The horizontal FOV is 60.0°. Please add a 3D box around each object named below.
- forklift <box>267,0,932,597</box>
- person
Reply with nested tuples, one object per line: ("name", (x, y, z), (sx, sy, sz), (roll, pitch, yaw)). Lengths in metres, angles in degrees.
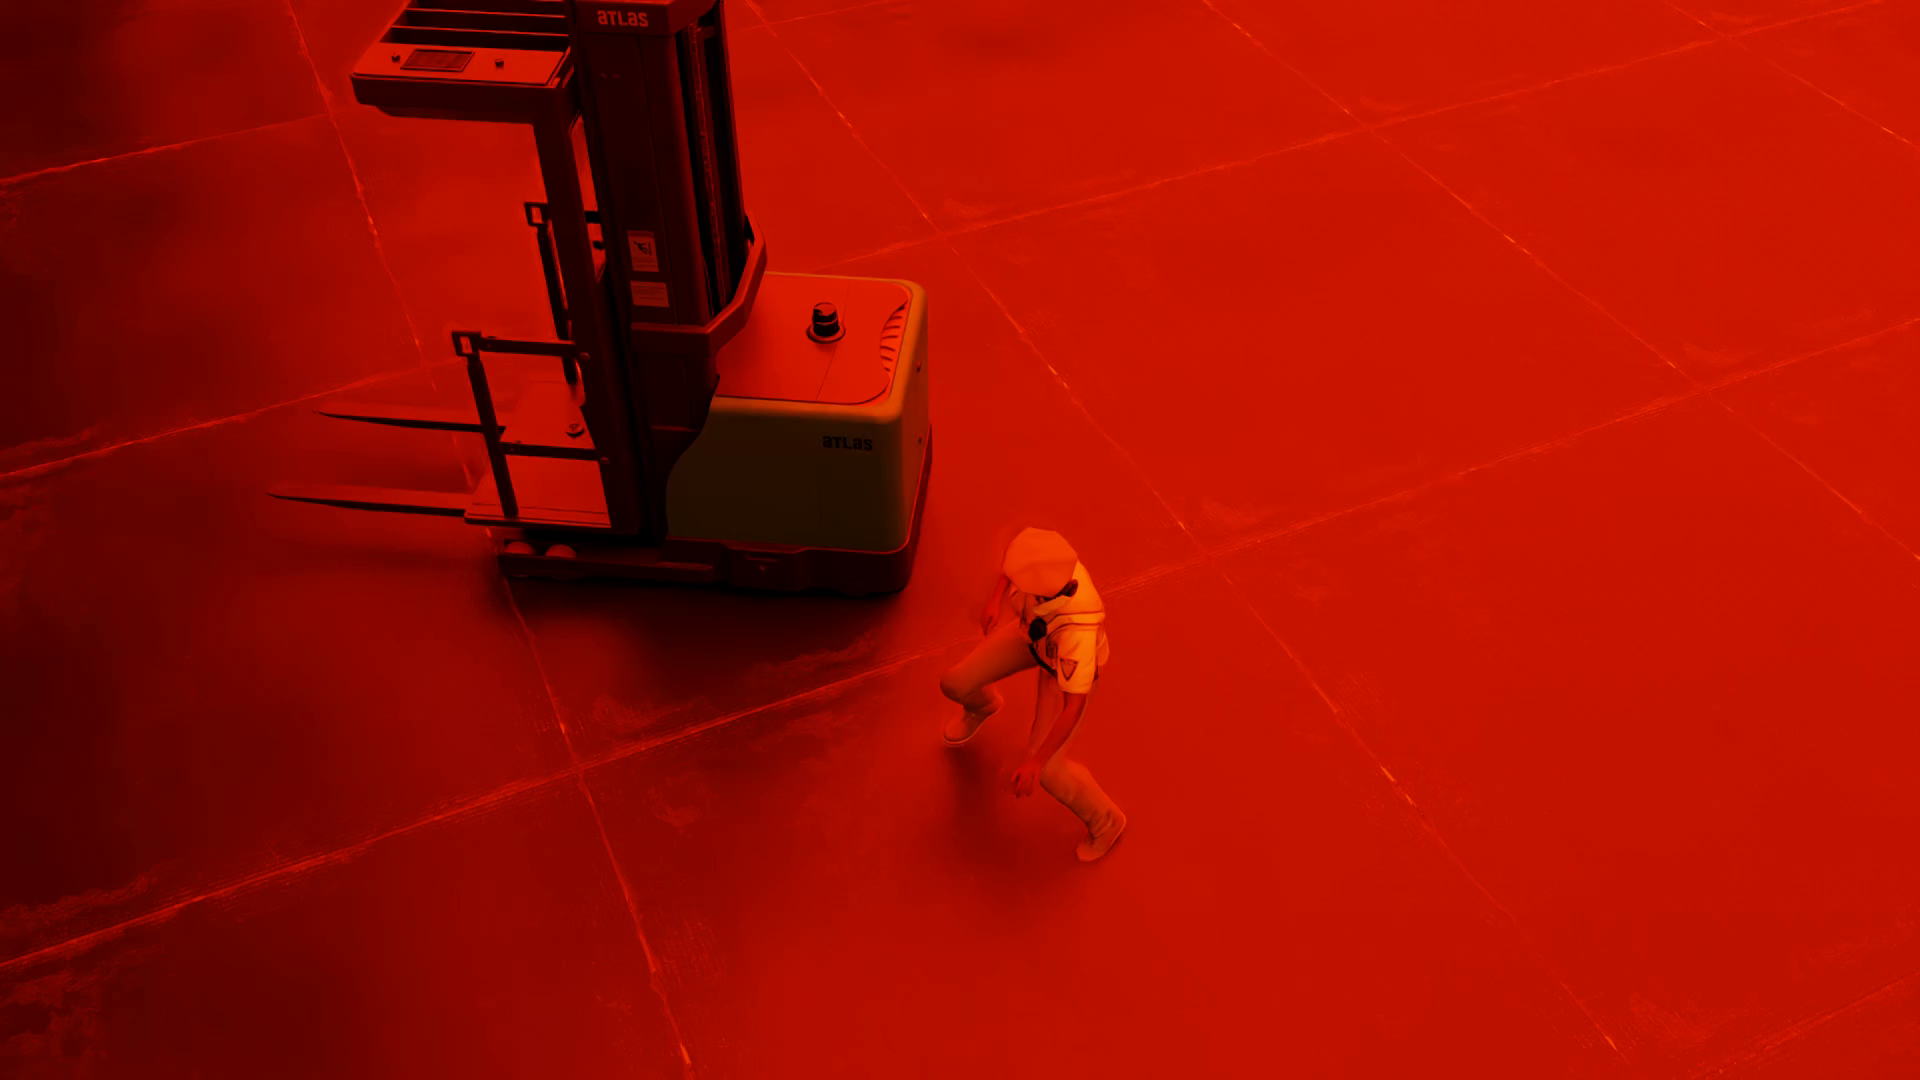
("forklift", (-1.687, -1.243, 7.012), (3.031, 2.935, 1.130), (4, 43, 4))
("person", (0.299, 0.514, 6.274), (0.676, 1.471, 0.844), (-25, 49, -25))
